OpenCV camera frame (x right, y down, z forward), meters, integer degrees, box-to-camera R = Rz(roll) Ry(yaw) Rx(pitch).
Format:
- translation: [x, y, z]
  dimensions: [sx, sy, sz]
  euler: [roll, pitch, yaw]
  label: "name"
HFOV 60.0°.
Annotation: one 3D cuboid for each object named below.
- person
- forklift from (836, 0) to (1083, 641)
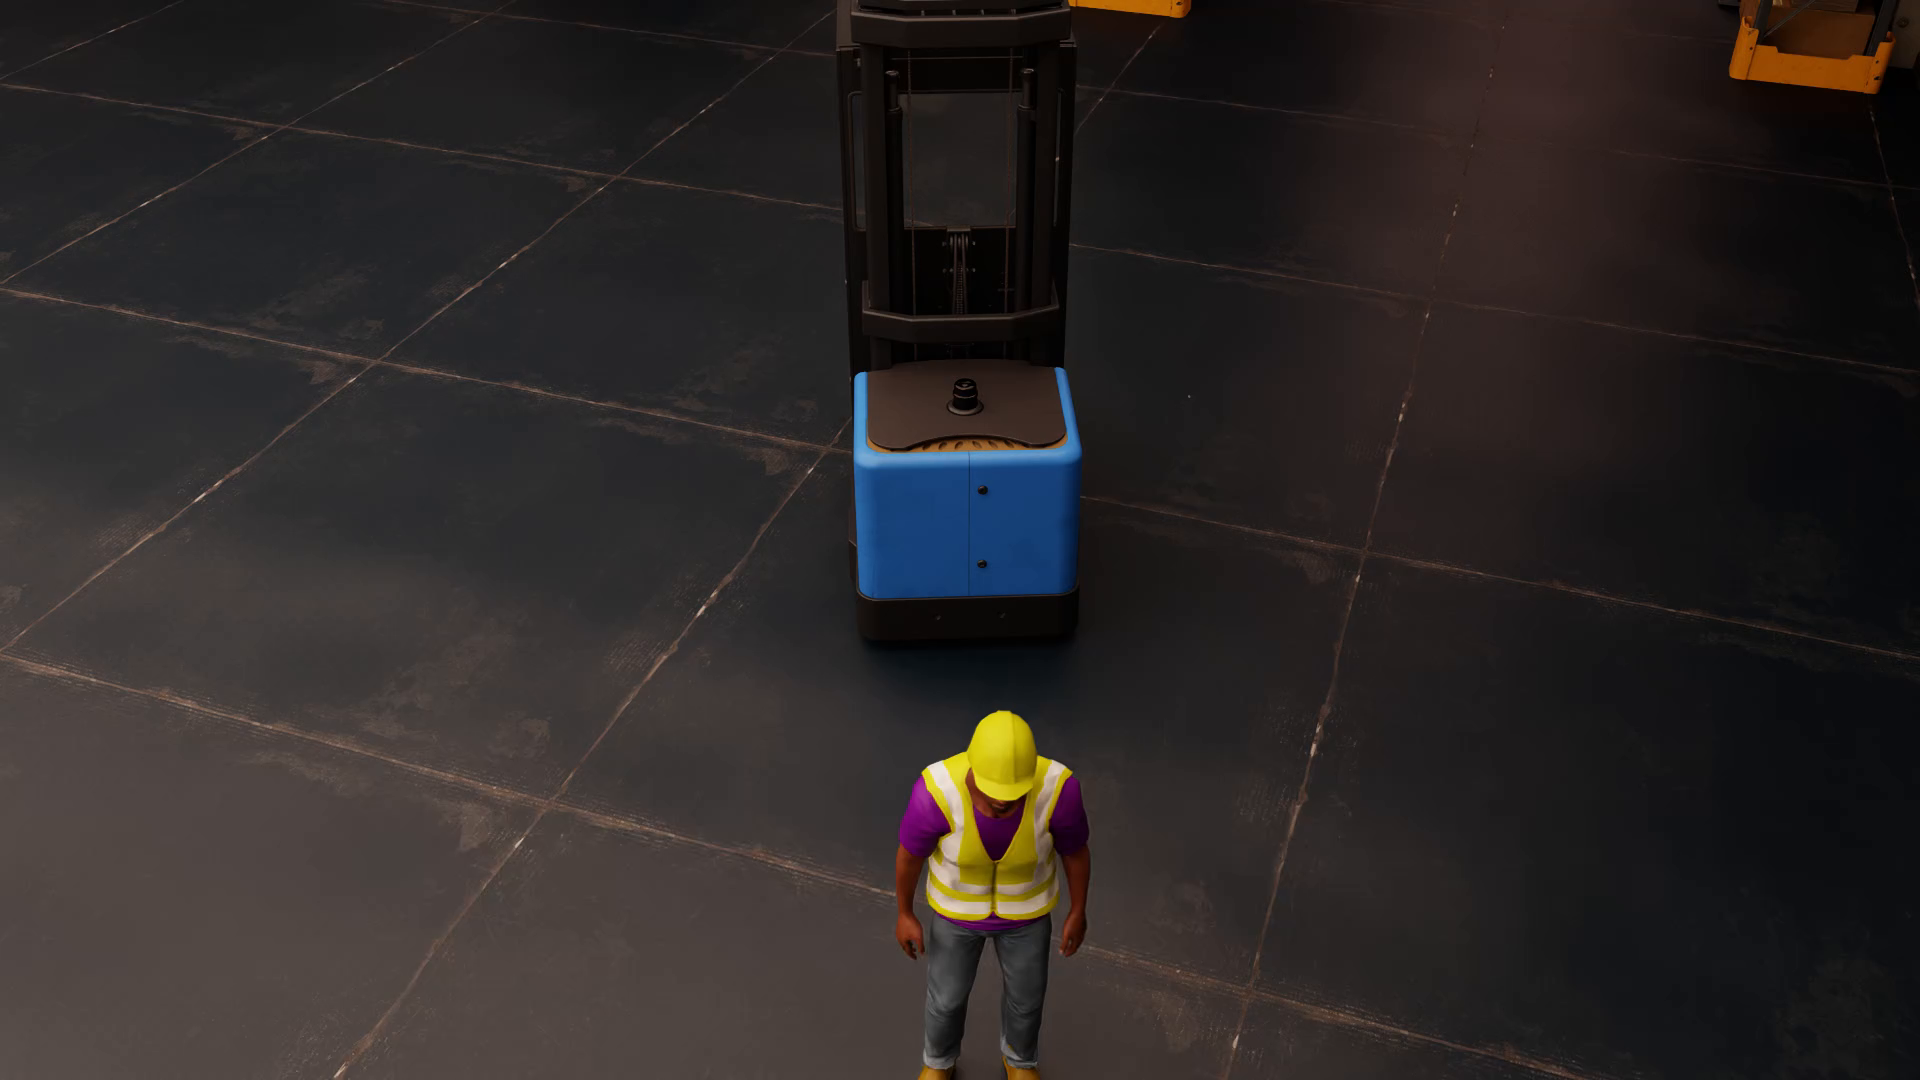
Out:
- translation: [0.104, 1.214, 5.413]
  dimensions: [0.633, 1.760, 0.463]
  euler: [-1, 35, -1]
  label: "person"
- translation: [-0.029, -1.547, 8.293]
  dimensions: [1.130, 2.935, 3.031]
  euler: [-2, 35, -2]
  label: "forklift"
